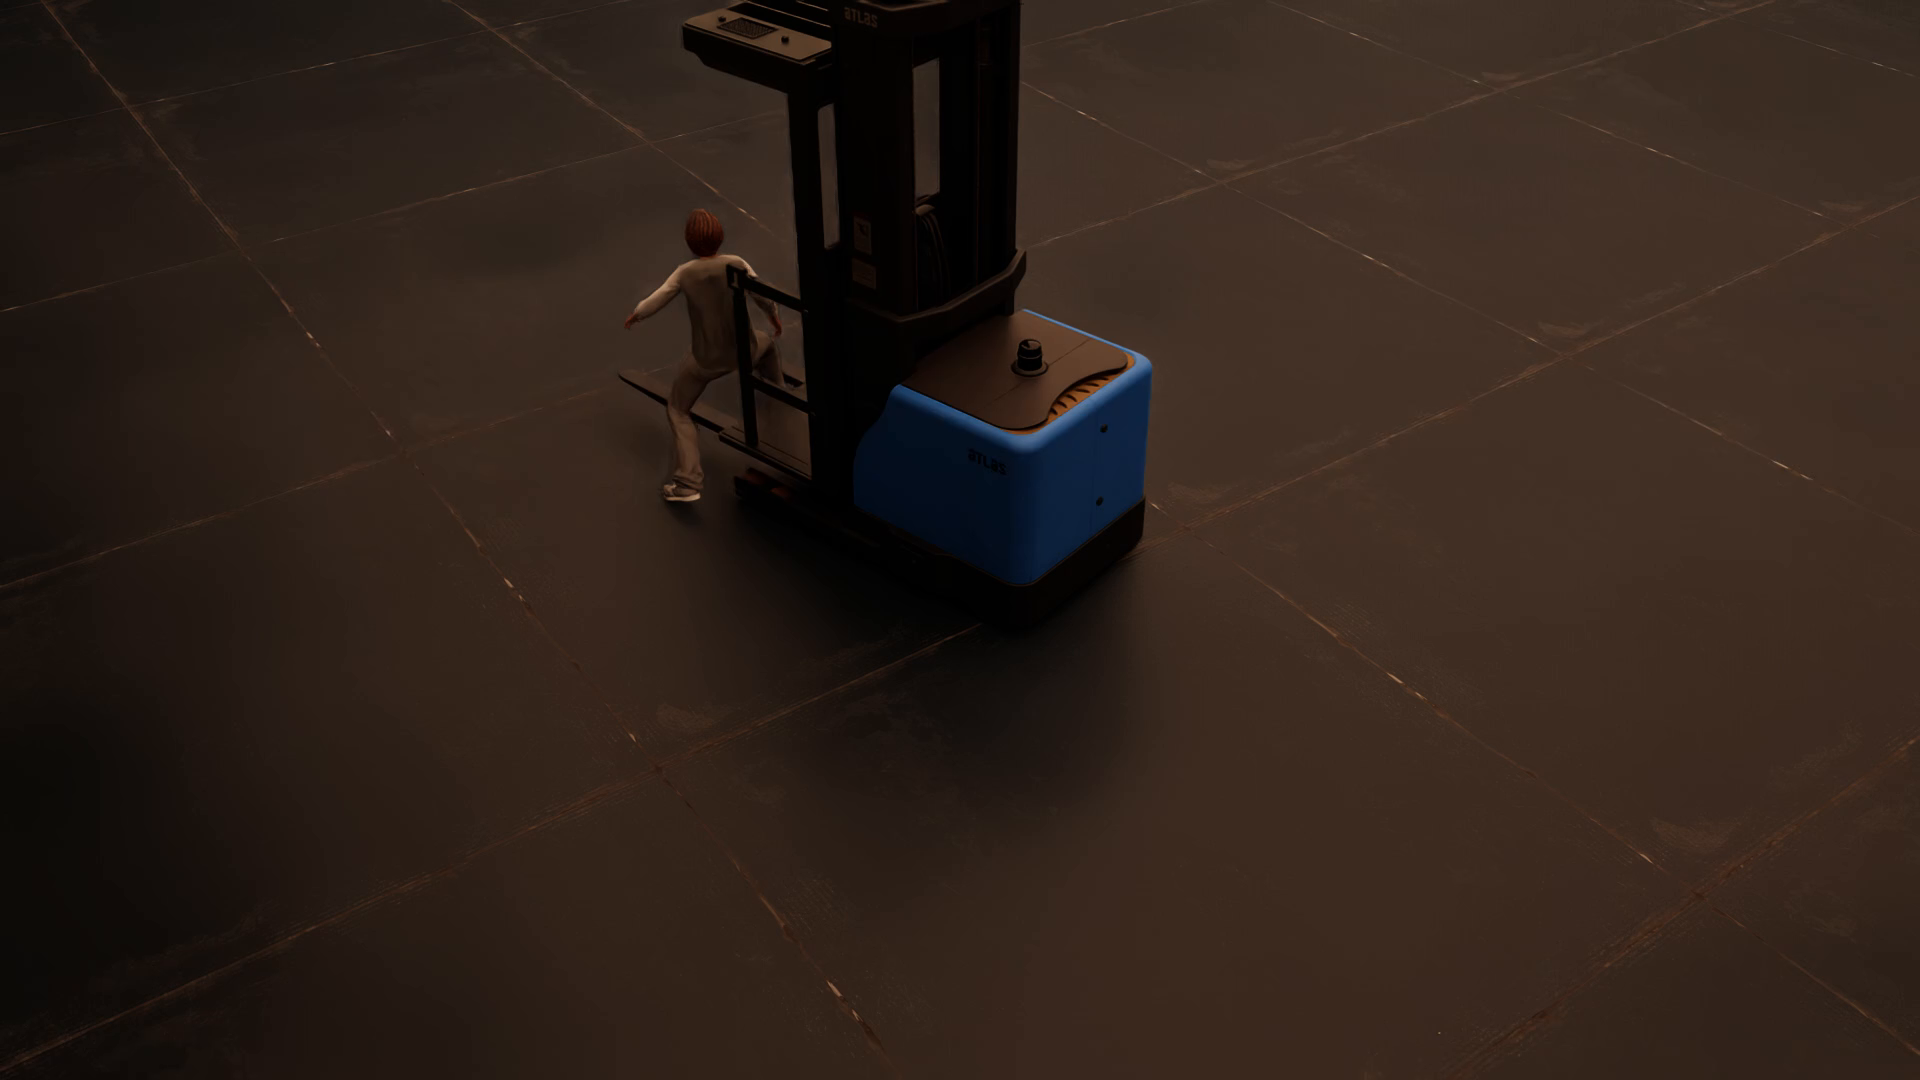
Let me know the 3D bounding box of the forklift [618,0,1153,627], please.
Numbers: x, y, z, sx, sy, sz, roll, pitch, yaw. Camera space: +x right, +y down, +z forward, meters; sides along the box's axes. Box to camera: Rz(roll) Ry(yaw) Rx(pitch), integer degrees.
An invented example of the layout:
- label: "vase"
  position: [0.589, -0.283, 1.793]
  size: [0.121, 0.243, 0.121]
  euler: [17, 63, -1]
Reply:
- label: "forklift"
  position: [-0.538, -1.506, 7.981]
  size: [3.031, 2.935, 1.130]
  euler: [26, 44, 31]

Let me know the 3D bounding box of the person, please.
- label: "person"
  position: [-1.264, -0.990, 8.503]
  size: [0.856, 1.490, 0.741]
  euler: [-8, 37, -11]
